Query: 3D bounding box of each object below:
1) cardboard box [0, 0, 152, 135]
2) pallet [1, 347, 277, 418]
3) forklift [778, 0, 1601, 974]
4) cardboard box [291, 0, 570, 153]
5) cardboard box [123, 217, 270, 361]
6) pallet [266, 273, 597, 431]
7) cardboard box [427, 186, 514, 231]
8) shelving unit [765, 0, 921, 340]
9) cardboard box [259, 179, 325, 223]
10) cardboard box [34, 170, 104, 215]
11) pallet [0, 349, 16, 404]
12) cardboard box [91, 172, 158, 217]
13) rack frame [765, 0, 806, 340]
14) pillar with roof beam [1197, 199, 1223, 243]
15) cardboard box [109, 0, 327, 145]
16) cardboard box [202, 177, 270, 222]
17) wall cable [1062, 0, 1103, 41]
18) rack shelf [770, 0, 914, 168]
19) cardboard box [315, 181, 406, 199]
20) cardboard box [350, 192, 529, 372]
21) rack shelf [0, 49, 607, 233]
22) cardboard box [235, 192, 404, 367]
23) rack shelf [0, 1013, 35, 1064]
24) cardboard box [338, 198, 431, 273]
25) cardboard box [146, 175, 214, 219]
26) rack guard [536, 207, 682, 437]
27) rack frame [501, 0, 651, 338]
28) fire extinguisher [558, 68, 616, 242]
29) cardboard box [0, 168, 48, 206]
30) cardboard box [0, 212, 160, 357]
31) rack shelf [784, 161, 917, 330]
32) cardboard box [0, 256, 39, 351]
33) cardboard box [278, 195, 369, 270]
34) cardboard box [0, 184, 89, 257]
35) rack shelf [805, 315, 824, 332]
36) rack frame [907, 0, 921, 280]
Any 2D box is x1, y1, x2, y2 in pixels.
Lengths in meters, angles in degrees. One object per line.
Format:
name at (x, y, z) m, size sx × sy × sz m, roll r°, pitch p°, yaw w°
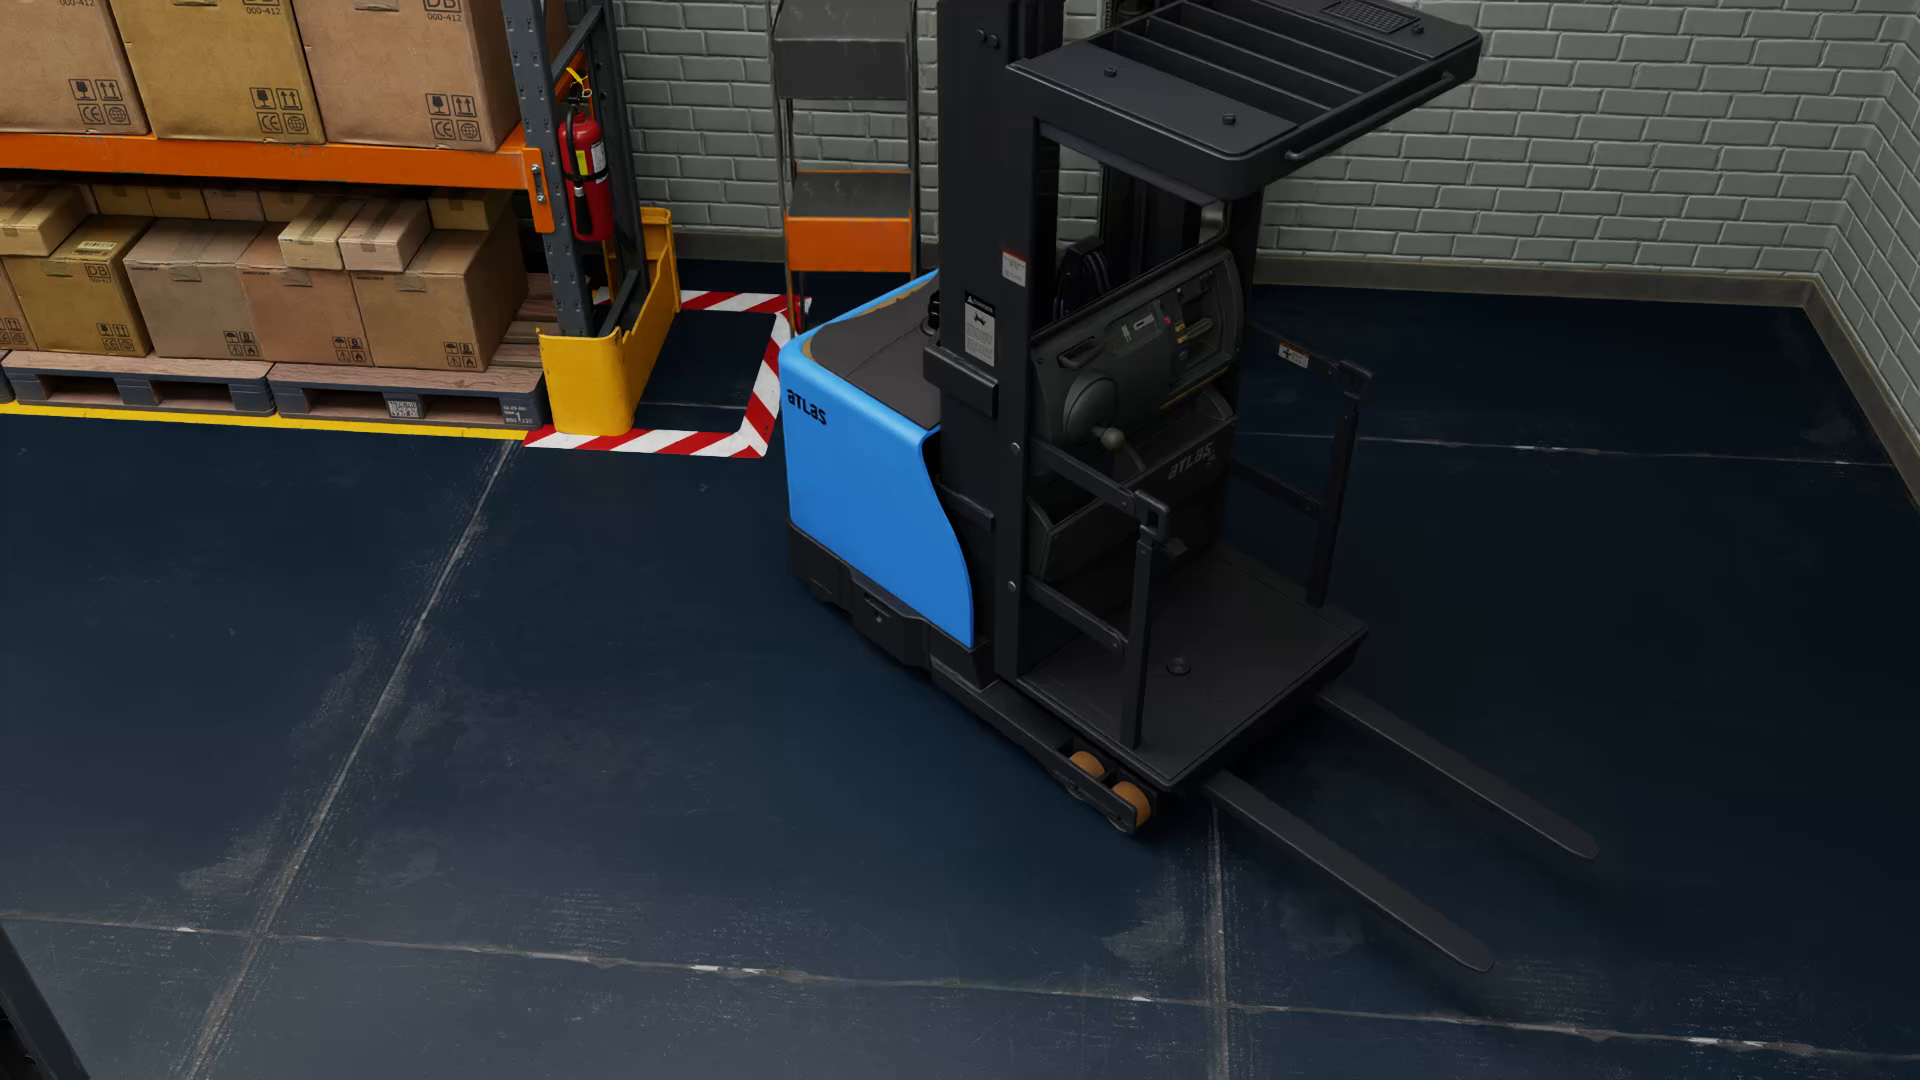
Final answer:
cardboard box at (-3.599, -2.211, 6.853) m, size 0.700 × 0.700 × 0.980 m, roll 1°, pitch 39°, yaw 2°
pallet at (-3.621, -0.974, 7.780) m, size 1.213 × 0.211 × 1.003 m, roll 3°, pitch 39°, yaw 4°
forklift at (0.719, -0.535, 5.085) m, size 1.130 × 2.935 × 3.031 m, roll -31°, pitch 49°, yaw -33°
cardboard box at (-2.114, -2.131, 6.755) m, size 0.700 × 0.700 × 0.980 m, roll 5°, pitch 39°, yaw 6°
cardboard box at (-3.311, -1.216, 7.515) m, size 0.500 × 0.500 × 0.700 m, roll 2°, pitch 39°, yaw 2°
pallet at (-2.409, -0.906, 7.696) m, size 1.213 × 0.211 × 1.003 m, roll 3°, pitch 39°, yaw 4°
cardboard box at (-2.170, -1.533, 7.390) m, size 0.250 × 0.149 × 0.380 m, roll 3°, pitch 39°, yaw 4°
shelving unit at (-0.414, -1.163, 6.516) m, size 0.503 × 2.100 × 0.431 m, roll 1°, pitch 39°, yaw 1°
cardboard box at (-2.924, -1.574, 7.441) m, size 0.250 × 0.149 × 0.380 m, roll 3°, pitch 39°, yaw 4°
cardboard box at (-3.942, -1.628, 7.508) m, size 0.250 × 0.149 × 0.380 m, roll 4°, pitch 39°, yaw 4°
pallet at (-4.840, -1.039, 7.859) m, size 1.213 × 0.211 × 1.003 m, roll 3°, pitch 39°, yaw 4°
cardboard box at (-3.685, -1.615, 7.491) m, size 0.250 × 0.149 × 0.380 m, roll 2°, pitch 39°, yaw 3°
rack frame at (-0.658, -1.166, 6.520) m, size 0.015 × 2.100 × 0.400 m, roll 1°, pitch 39°, yaw 1°
pillar with roof beam at (0.788, -2.009, 2.090) m, size 0.400 × 9.000 × 9.100 m, roll 3°, pitch 39°, yaw 4°
cardboard box at (-2.840, -2.164, 6.795) m, size 0.700 × 0.700 × 0.980 m, roll 3°, pitch 39°, yaw 3°
cardboard box at (-3.177, -1.587, 7.457) m, size 0.250 × 0.149 × 0.380 m, roll 4°, pitch 39°, yaw 4°
wall cable at (-0.248, -2.913, 7.147) m, size 1.851 × 1.984 × 0.084 m, roll 3°, pitch 39°, yaw 4°
rack shelf at (-0.414, -1.695, 6.082) m, size 0.480 × 0.518 × 0.431 m, roll 1°, pitch 39°, yaw 1°
cardboard box at (-2.674, -1.560, 7.424) m, size 0.250 × 0.149 × 0.380 m, roll 3°, pitch 39°, yaw 4°
cardboard box at (-2.311, -1.162, 7.449) m, size 0.500 × 0.500 × 0.700 m, roll 3°, pitch 39°, yaw 4°
rack shelf at (-3.598, -1.823, 7.184) m, size 4.000 × 0.370 × 1.077 m, roll 3°, pitch 39°, yaw 4°
cardboard box at (-2.810, -1.189, 7.482) m, size 0.500 × 0.500 × 0.700 m, roll 3°, pitch 39°, yaw 4°
rack shelf at (-4.022, 1.292, 3.356) m, size 4.000 × 0.370 × 1.077 m, roll 3°, pitch 39°, yaw 4°
cardboard box at (-2.455, -1.306, 7.112) m, size 0.250 × 0.149 × 0.380 m, roll 3°, pitch 39°, yaw 3°
cardboard box at (-3.433, -1.600, 7.474) m, size 0.250 × 0.149 × 0.380 m, roll 4°, pitch 39°, yaw 4°
rack guard at (-1.582, -1.023, 7.610) m, size 0.348 × 0.500 × 1.175 m, roll 3°, pitch 39°, yaw 4°
rack frame at (-1.605, -1.993, 6.823) m, size 0.127 × 3.000 × 1.000 m, roll 3°, pitch 39°, yaw 4°
fire extinguisher at (-1.495, -1.520, 6.598) m, size 0.183 × 0.674 × 0.296 m, roll 3°, pitch 39°, yaw 4°
cardboard box at (-4.194, -1.642, 7.525) m, size 0.250 × 0.149 × 0.380 m, roll 2°, pitch 39°, yaw 2°
cardboard box at (-3.843, -1.241, 7.546) m, size 0.500 × 0.500 × 0.700 m, roll 4°, pitch 39°, yaw 5°
rack shelf at (-0.414, -1.153, 6.524) m, size 0.480 × 0.518 × 0.431 m, roll 1°, pitch 39°, yaw 1°
cardboard box at (-4.354, -1.270, 7.582) m, size 0.500 × 0.500 × 0.700 m, roll 3°, pitch 39°, yaw 3°
cardboard box at (-2.710, -1.319, 7.128) m, size 0.250 × 0.149 × 0.380 m, roll 4°, pitch 39°, yaw 5°
cardboard box at (-4.009, -1.389, 7.214) m, size 0.250 × 0.149 × 0.380 m, roll 2°, pitch 39°, yaw 3°
rack shelf at (-0.414, -0.610, 6.966) m, size 0.480 × 0.518 × 0.431 m, roll 1°, pitch 39°, yaw 1°
rack frame at (-0.171, -1.160, 6.512) m, size 0.015 × 2.100 × 0.400 m, roll 1°, pitch 39°, yaw 1°
